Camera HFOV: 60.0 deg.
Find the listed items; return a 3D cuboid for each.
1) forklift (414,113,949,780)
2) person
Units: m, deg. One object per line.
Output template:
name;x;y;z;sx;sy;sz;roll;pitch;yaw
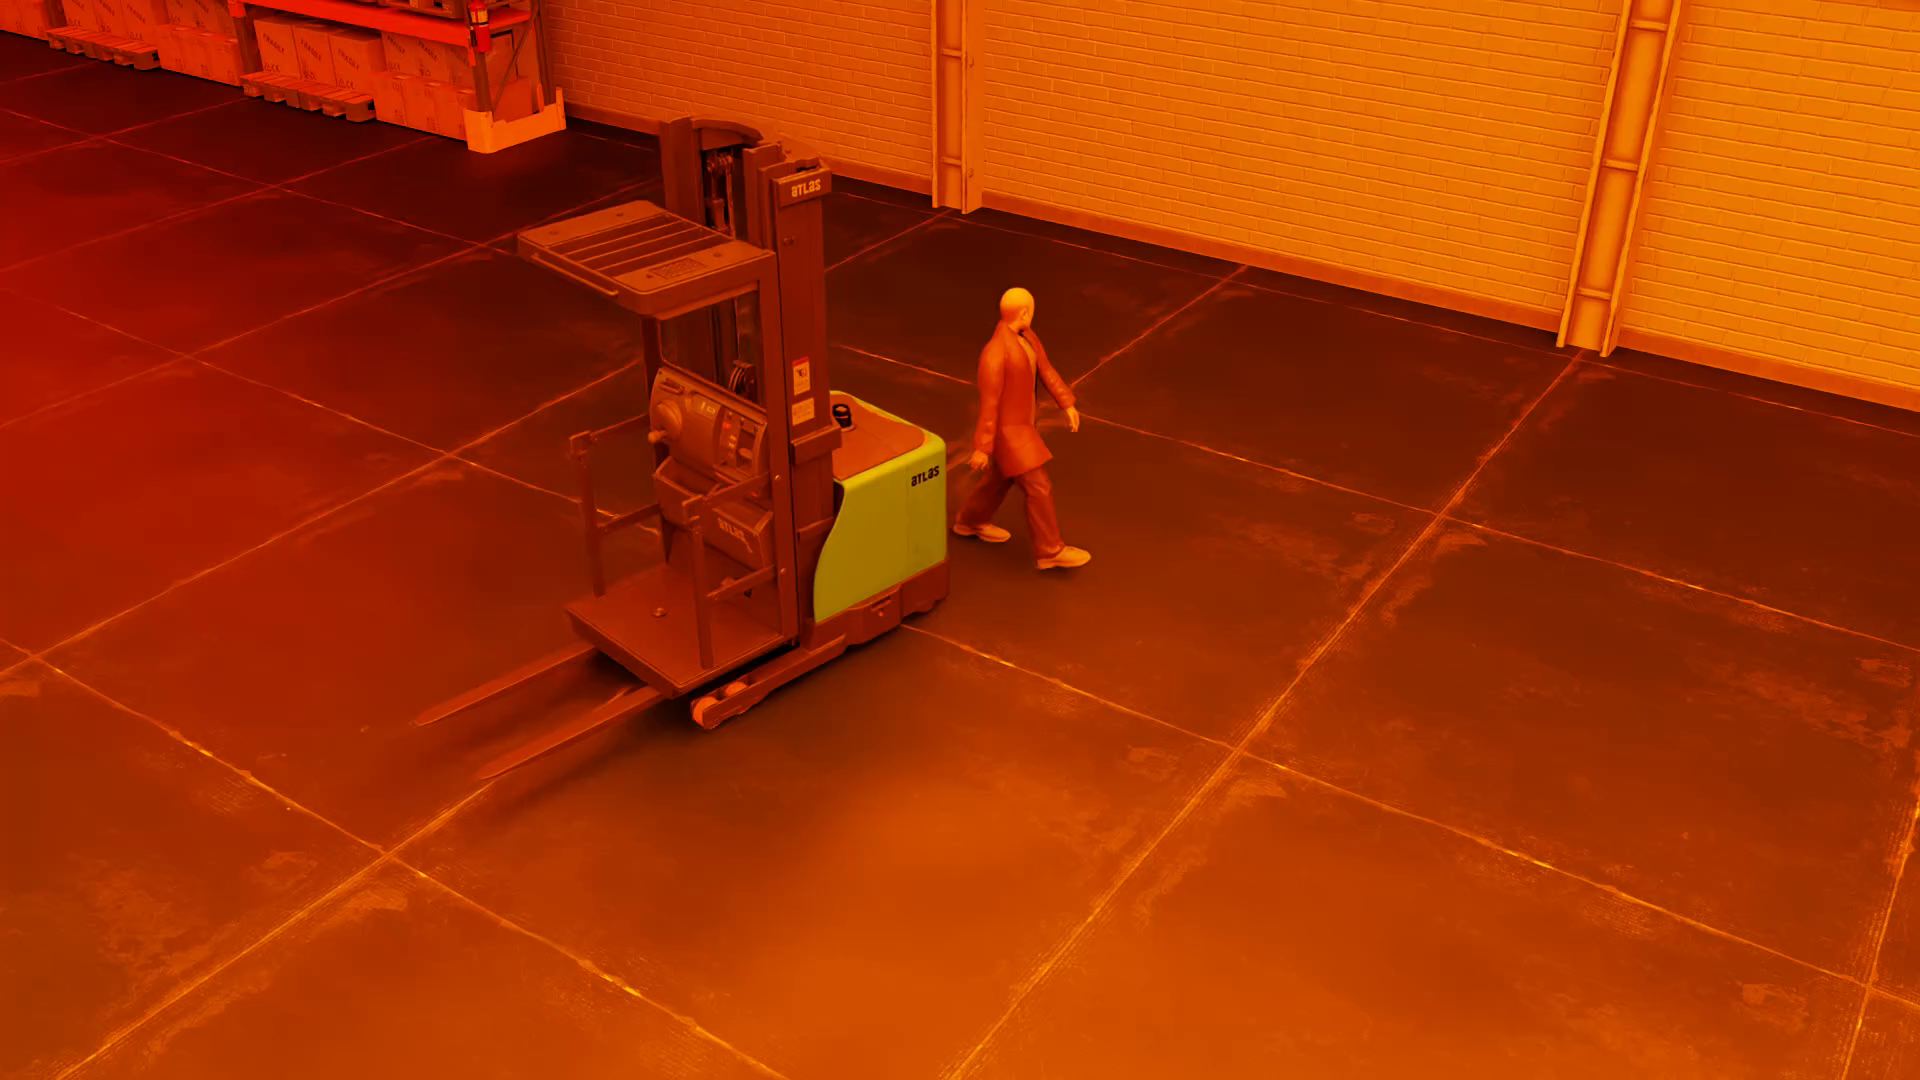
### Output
forklift;-1.468;-0.564;8.553;3.031;2.935;1.130;-26;39;-37
person;0.371;-0.647;9.921;0.941;1.733;0.720;8;31;13
